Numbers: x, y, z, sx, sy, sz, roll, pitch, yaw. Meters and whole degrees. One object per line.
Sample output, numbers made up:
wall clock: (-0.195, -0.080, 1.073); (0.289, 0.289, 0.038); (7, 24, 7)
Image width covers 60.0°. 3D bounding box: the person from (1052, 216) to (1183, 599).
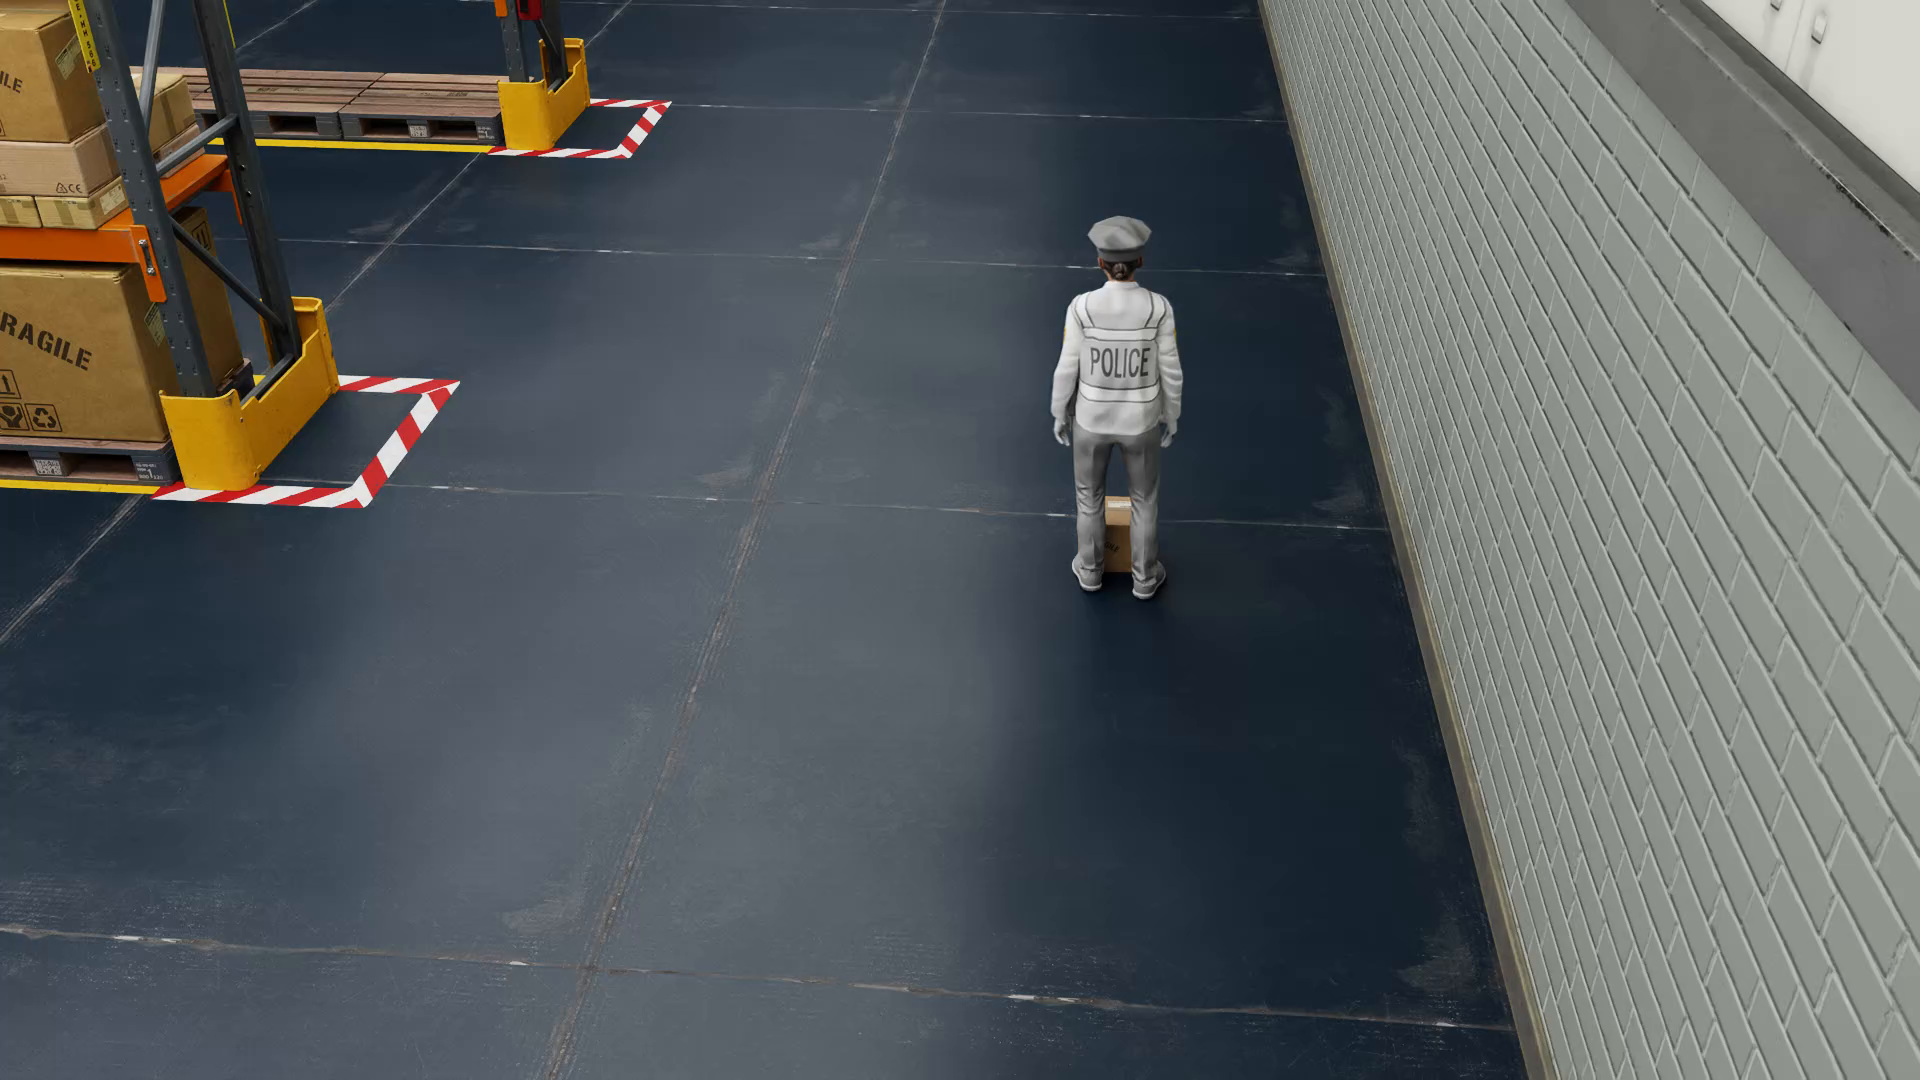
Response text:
person: (0.650, -0.508, 6.941); (0.536, 1.663, 0.405); (2, 32, 3)
